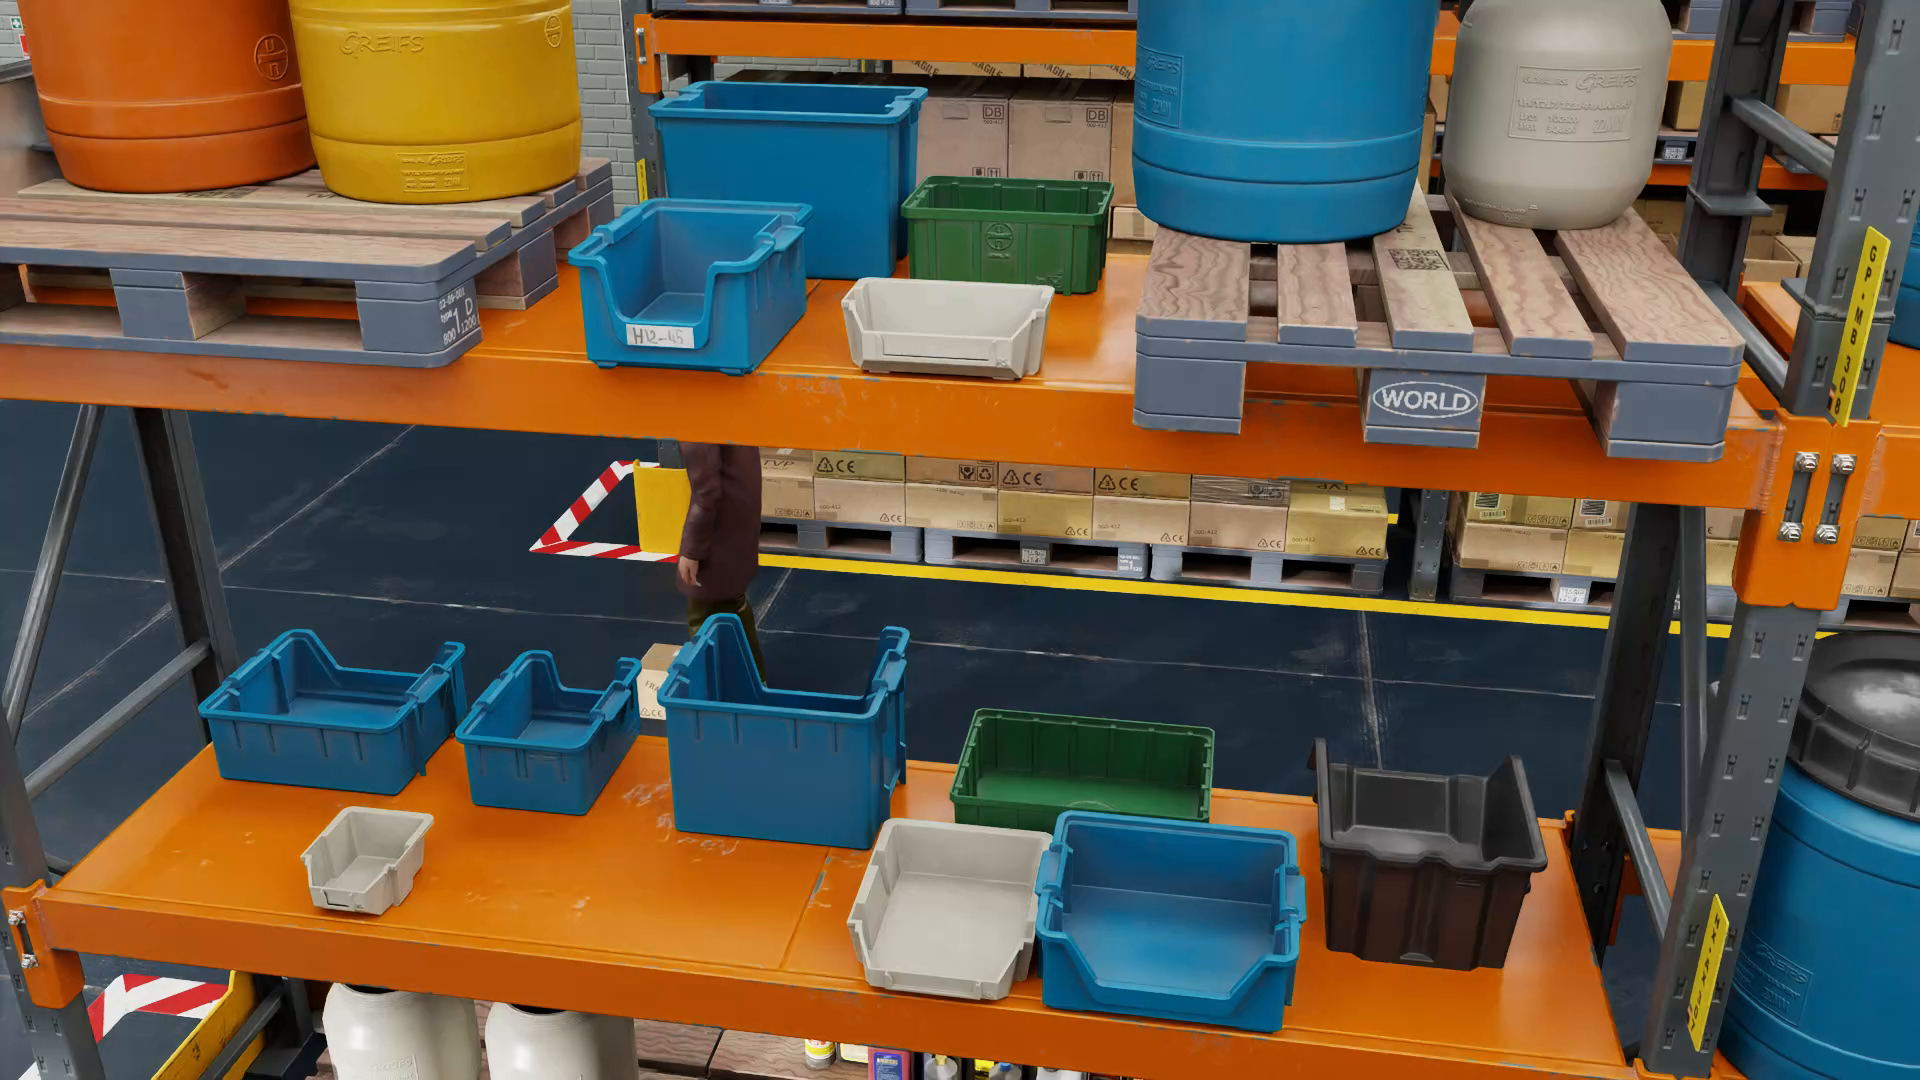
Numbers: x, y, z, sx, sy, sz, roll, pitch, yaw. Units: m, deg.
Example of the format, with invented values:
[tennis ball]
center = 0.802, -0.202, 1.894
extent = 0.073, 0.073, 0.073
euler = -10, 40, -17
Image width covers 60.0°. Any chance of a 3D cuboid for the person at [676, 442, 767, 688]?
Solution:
[person]
center = -1.061, -0.034, 7.197
extent = 0.420, 1.774, 0.644
euler = 4, 25, 8
